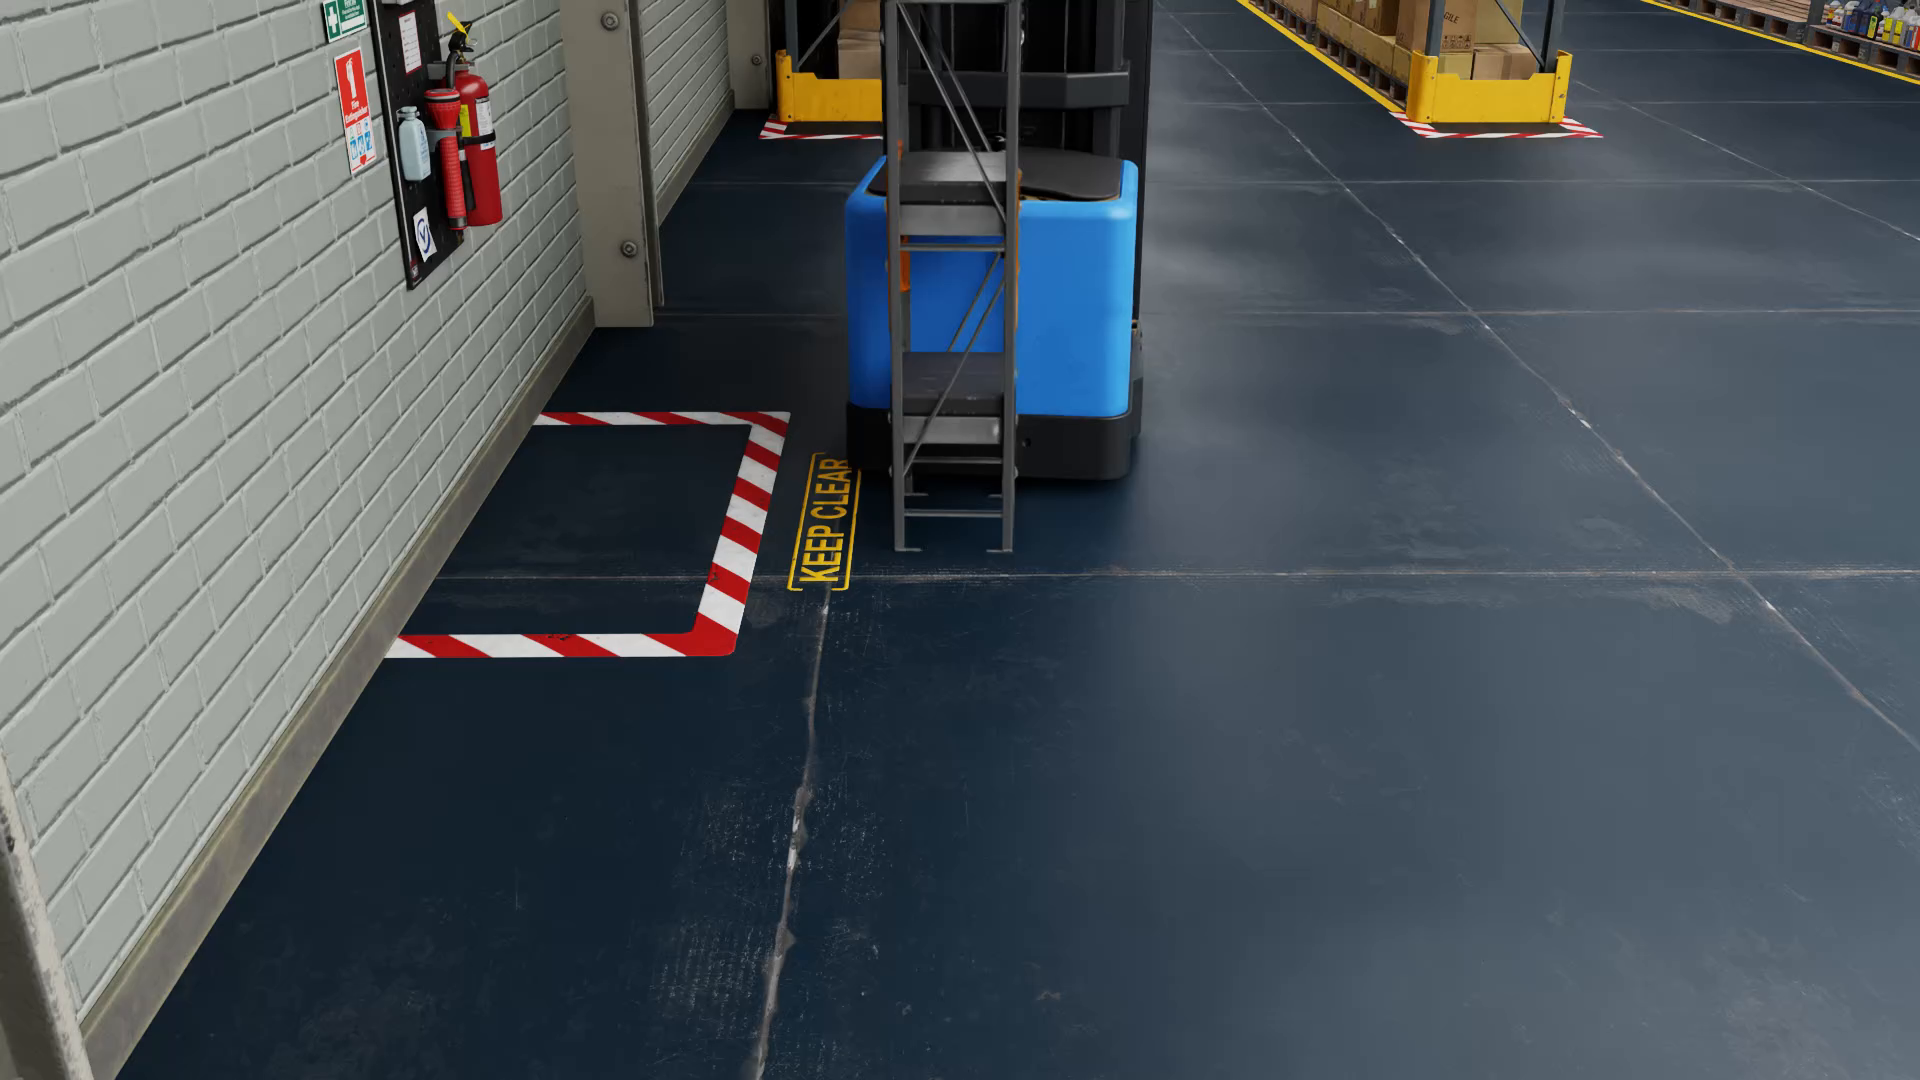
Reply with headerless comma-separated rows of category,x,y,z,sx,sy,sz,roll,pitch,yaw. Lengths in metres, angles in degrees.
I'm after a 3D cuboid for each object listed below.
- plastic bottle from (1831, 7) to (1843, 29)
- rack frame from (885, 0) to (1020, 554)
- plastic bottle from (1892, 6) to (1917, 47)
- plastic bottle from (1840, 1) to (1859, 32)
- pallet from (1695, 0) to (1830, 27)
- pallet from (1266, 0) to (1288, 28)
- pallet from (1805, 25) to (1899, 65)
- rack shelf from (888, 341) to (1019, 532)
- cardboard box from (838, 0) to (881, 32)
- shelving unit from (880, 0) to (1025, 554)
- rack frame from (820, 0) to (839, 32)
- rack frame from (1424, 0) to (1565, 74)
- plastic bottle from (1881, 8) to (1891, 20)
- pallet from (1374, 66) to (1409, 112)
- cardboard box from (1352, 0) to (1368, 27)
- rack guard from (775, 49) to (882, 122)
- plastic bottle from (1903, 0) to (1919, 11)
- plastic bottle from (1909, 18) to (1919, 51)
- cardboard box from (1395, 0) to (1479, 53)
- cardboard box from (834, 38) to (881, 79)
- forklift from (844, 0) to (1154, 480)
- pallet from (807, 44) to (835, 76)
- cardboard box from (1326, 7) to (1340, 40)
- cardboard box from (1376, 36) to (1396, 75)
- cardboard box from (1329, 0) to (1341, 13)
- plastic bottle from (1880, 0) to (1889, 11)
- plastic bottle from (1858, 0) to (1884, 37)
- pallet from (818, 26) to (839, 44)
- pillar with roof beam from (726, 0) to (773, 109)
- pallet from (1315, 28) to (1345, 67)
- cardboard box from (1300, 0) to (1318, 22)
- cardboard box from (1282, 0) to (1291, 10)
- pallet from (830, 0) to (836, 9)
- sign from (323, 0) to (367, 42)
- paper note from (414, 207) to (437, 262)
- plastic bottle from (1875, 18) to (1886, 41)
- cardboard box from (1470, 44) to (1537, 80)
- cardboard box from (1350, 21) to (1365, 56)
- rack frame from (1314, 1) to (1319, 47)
plastic bottle,8.592,-5.109,16.268,0.097,0.201,0.097,0,24,0
rack frame,-0.023,-0.914,5.222,0.400,2.100,0.015,1,24,2
plastic bottle,8.628,-4.688,15.156,0.144,0.351,0.185,1,24,2
plastic bottle,8.622,-5.052,16.051,0.152,0.276,0.135,1,24,1
pallet,8.962,-5.916,18.574,1.003,0.211,1.213,0,24,-1
pallet,4.009,-5.875,18.483,1.003,0.211,1.213,0,24,-1
pallet,8.991,-4.811,16.132,1.003,0.211,1.213,0,24,-1
rack shelf,-0.014,-0.364,5.739,0.431,0.518,0.480,1,24,2
cardboard box,-0.719,-4.550,14.671,0.700,0.500,0.500,-2,24,-4
shelving unit,-0.015,-1.014,5.445,0.431,2.100,0.503,1,24,2
rack frame,-0.881,-6.314,16.071,1.000,3.000,0.127,0,24,-1
rack frame,4.116,-4.690,12.479,1.000,3.000,0.127,0,24,-1
plastic bottle,8.661,-4.843,15.596,0.097,0.271,0.097,0,24,0
pallet,4.066,-3.734,13.750,1.003,0.211,1.213,0,24,-1
cardboard box,3.783,-4.808,14.657,0.500,0.500,0.500,0,24,-1
rack guard,-0.838,-3.558,13.011,1.175,0.500,0.348,0,24,-1
plastic bottle,9.177,-5.088,16.039,0.144,0.351,0.185,0,24,-1
plastic bottle,8.636,-4.529,14.895,0.152,0.276,0.135,0,24,0
cardboard box,3.813,-4.190,13.291,0.500,0.500,0.500,0,24,-1
cardboard box,-0.755,-3.927,13.521,0.500,0.311,0.500,-3,25,-7
forklift,0.252,-2.126,6.893,1.130,2.935,3.031,3,24,6
pallet,-0.822,-4.263,14.920,1.003,0.211,1.213,0,24,-1
cardboard box,3.775,-4.878,15.723,0.500,0.250,0.500,0,24,-1
cardboard box,3.798,-4.054,13.900,0.500,0.250,0.500,0,24,-1
cardboard box,3.778,-5.220,15.568,0.500,0.500,0.500,0,24,-1
plastic bottle,8.764,-5.018,15.887,0.144,0.351,0.185,0,24,-1
plastic bottle,8.622,-4.940,15.713,0.144,0.351,0.185,-1,24,-3
pallet,-0.838,-4.767,16.034,1.003,0.211,1.213,0,24,-1
pillar with roof beam,2.595,-7.703,11.862,9.100,9.000,0.400,0,24,-1
pallet,4.039,-4.740,15.973,1.003,0.211,1.213,0,24,-1
cardboard box,3.778,-5.446,16.979,0.500,0.250,0.500,0,24,-1
cardboard box,3.769,-5.865,17.906,0.500,0.250,0.500,0,24,1
pallet,-0.907,-5.868,18.469,1.003,0.211,1.213,0,24,-1
sign,-1.744,-1.491,4.720,0.001,0.109,0.331,0,24,-1
paper note,-1.722,-0.985,5.357,0.016,0.148,0.142,0,24,-1
plastic bottle,8.601,-4.755,15.486,0.097,0.201,0.097,0,24,0
cardboard box,4.333,-3.850,13.450,0.500,0.250,0.500,0,24,-1
cardboard box,3.787,-4.466,14.812,0.500,0.250,0.500,0,24,-1
rack frame,4.073,-6.338,16.124,1.000,3.000,0.127,0,24,-1
